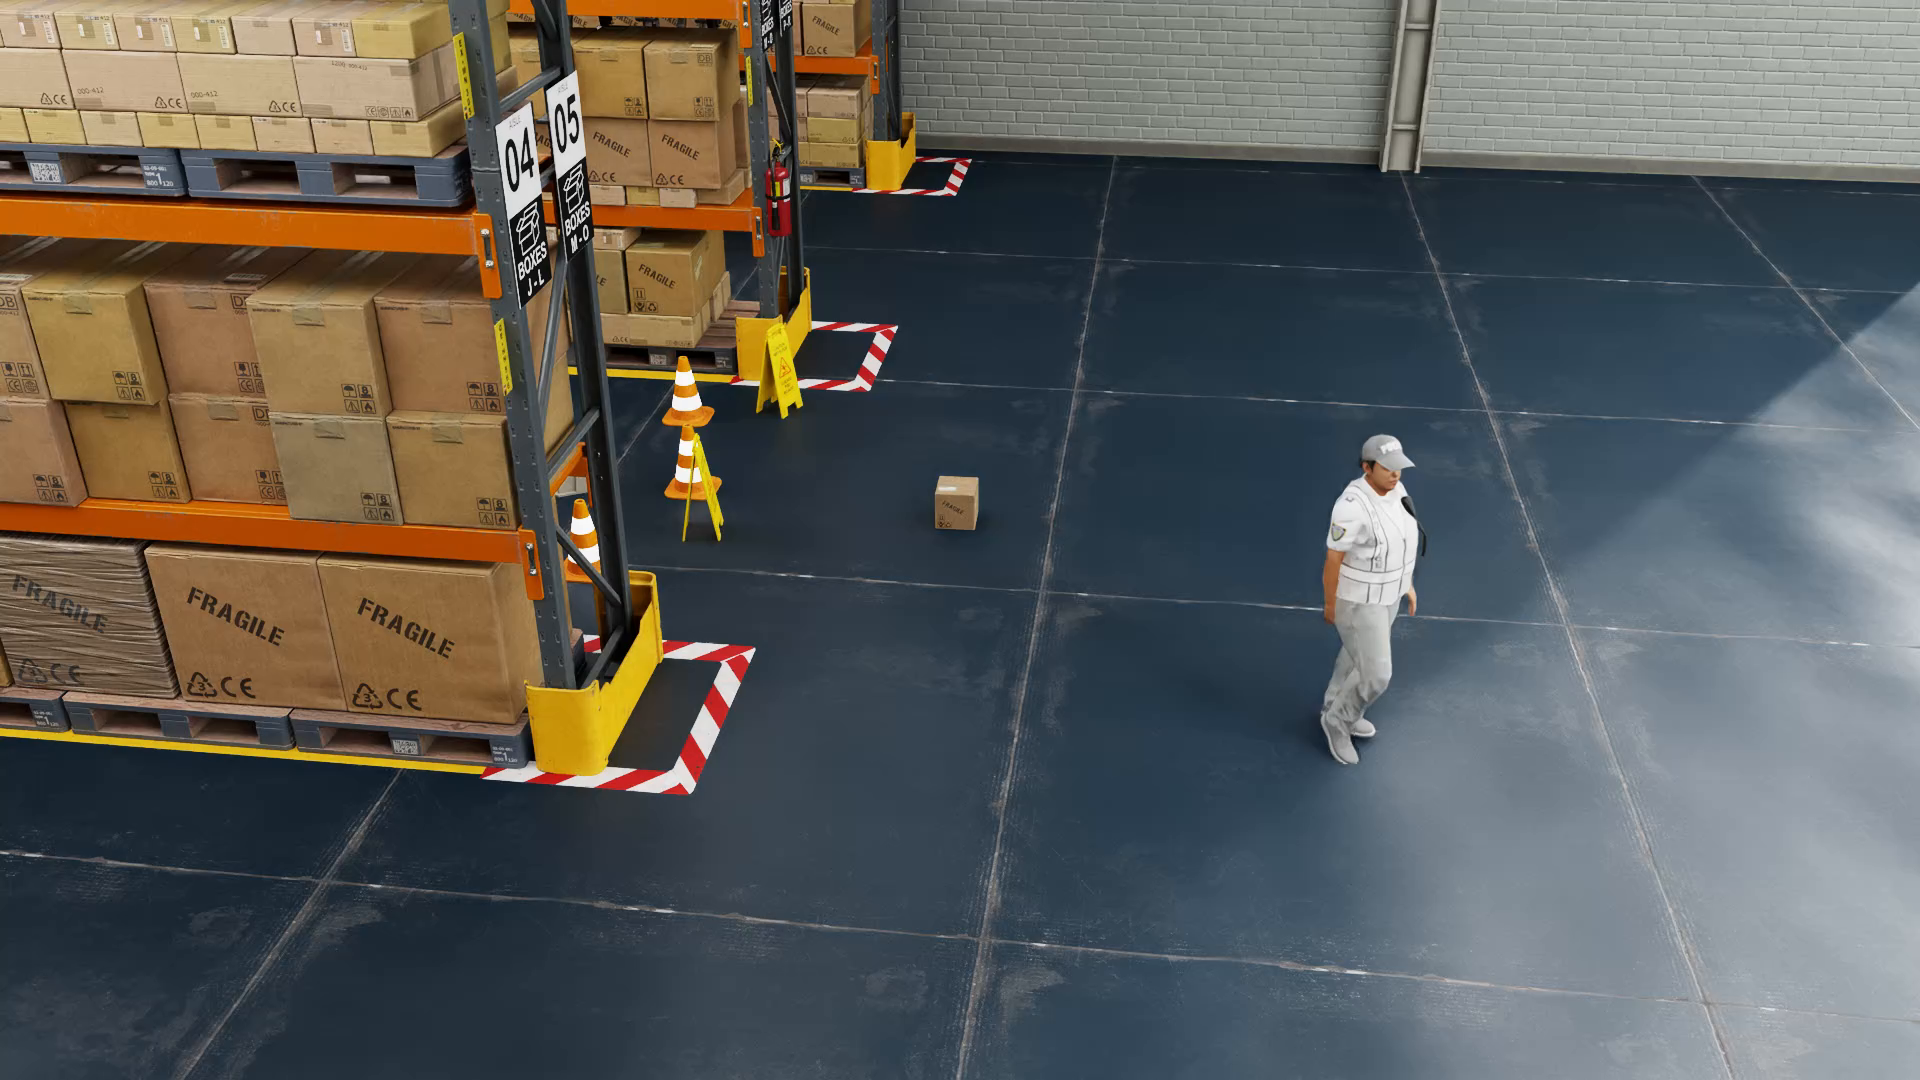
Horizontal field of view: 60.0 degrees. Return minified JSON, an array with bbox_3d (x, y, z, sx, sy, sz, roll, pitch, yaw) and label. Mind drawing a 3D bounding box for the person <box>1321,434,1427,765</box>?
[{"bbox_3d":[2.012,0.292,8.089,0.476,1.707,0.462,-26,38,-38],"label":"person"}]
